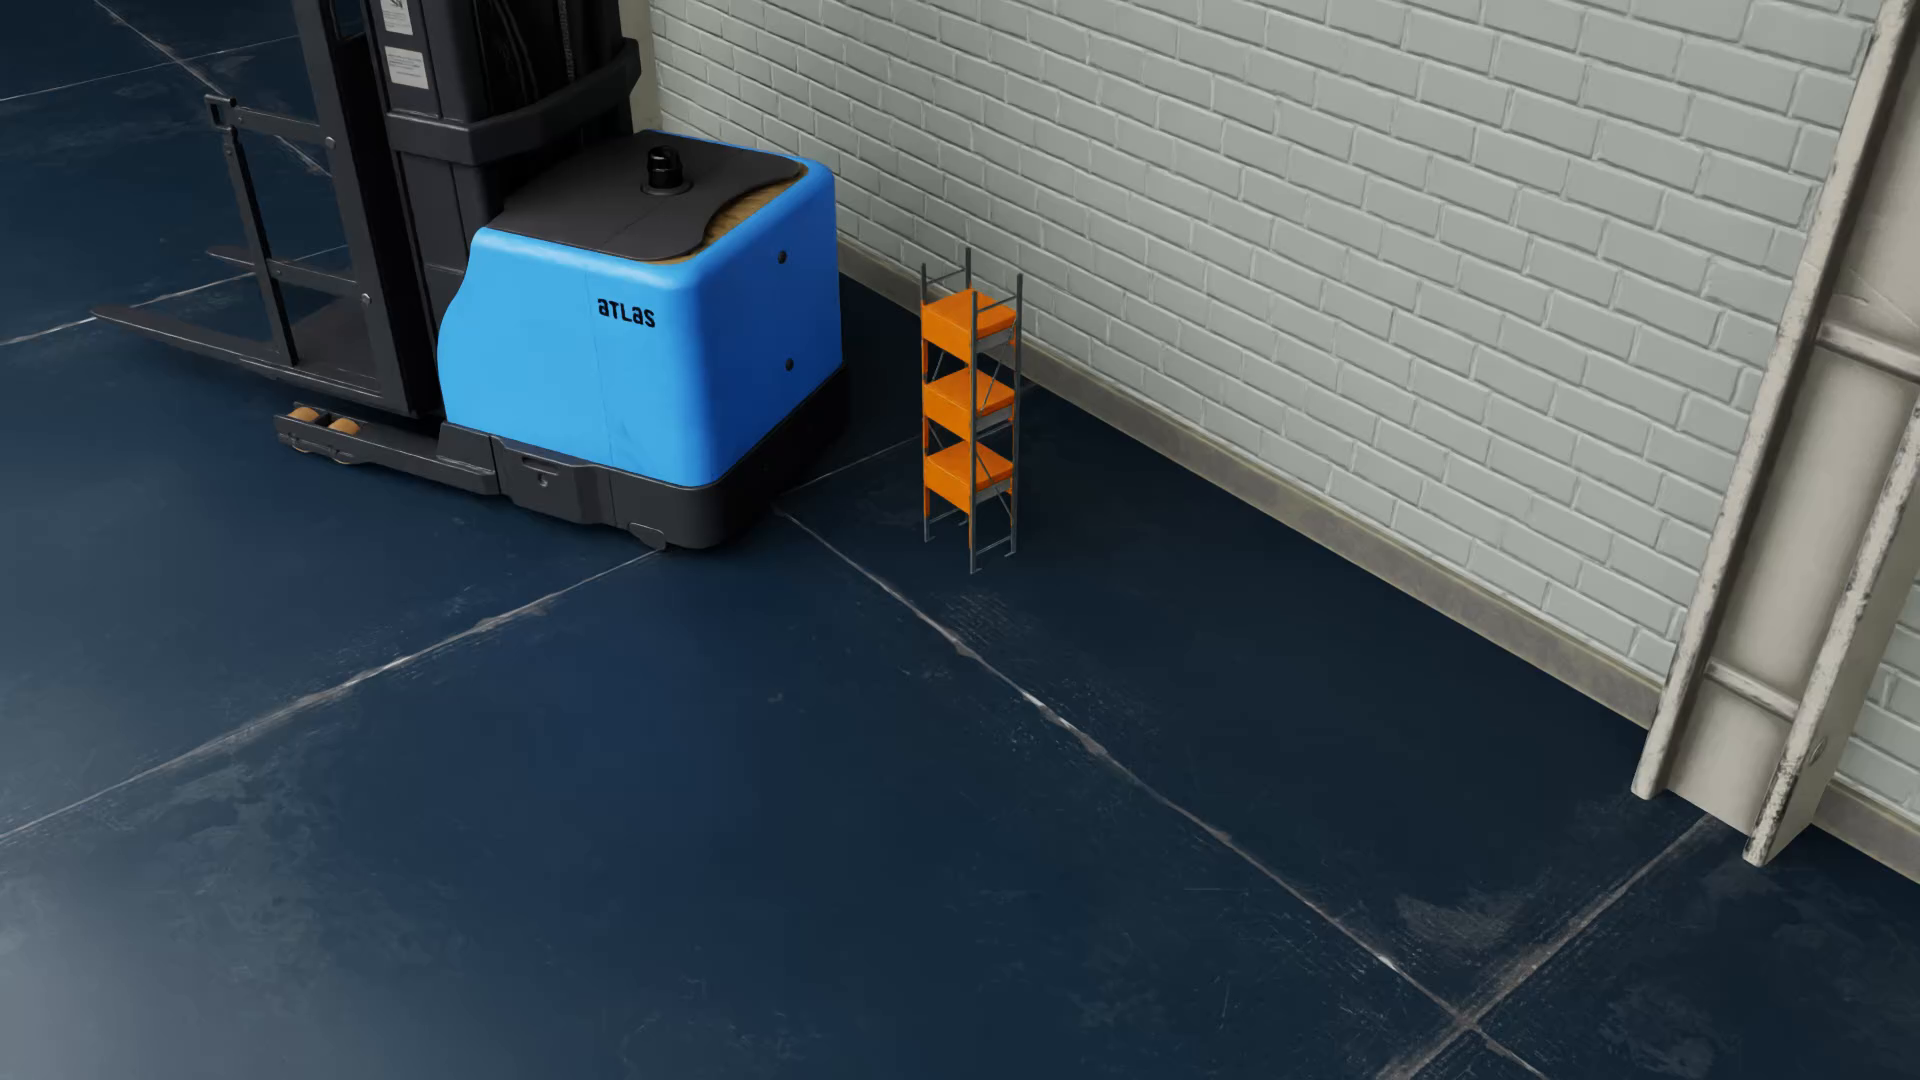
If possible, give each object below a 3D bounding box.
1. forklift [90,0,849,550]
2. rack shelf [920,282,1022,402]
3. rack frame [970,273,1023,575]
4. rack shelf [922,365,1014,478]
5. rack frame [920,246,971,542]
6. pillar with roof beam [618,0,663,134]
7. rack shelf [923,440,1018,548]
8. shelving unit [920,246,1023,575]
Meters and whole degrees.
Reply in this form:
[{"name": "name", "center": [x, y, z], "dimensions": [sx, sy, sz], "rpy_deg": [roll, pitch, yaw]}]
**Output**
[{"name": "forklift", "center": [-1.977, -1.734, 5.662], "dimensions": [3.031, 2.935, 1.130], "rpy_deg": [15, 38, 20]}, {"name": "rack shelf", "center": [0.035, -0.628, 5.255], "dimensions": [0.215, 0.259, 0.240], "rpy_deg": [-26, 43, -32]}, {"name": "rack frame", "center": [0.113, -0.351, 5.337], "dimensions": [0.200, 1.050, 0.008], "rpy_deg": [-26, 43, -32]}, {"name": "rack shelf", "center": [0.035, -0.396, 5.419], "dimensions": [0.215, 0.259, 0.240], "rpy_deg": [-26, 43, -32]}, {"name": "rack frame", "center": [-0.044, -0.459, 5.489], "dimensions": [0.200, 1.050, 0.008], "rpy_deg": [-26, 43, -32]}, {"name": "pillar with roof beam", "center": [-5.007, -3.972, 3.572], "dimensions": [9.100, 9.000, 0.400], "rpy_deg": [-26, 43, -32]}, {"name": "rack shelf", "center": [0.035, -0.169, 5.580], "dimensions": [0.215, 0.259, 0.240], "rpy_deg": [-26, 43, -32]}, {"name": "shelving unit", "center": [0.035, -0.405, 5.413], "dimensions": [0.215, 1.050, 0.252], "rpy_deg": [-26, 43, -32]}]
